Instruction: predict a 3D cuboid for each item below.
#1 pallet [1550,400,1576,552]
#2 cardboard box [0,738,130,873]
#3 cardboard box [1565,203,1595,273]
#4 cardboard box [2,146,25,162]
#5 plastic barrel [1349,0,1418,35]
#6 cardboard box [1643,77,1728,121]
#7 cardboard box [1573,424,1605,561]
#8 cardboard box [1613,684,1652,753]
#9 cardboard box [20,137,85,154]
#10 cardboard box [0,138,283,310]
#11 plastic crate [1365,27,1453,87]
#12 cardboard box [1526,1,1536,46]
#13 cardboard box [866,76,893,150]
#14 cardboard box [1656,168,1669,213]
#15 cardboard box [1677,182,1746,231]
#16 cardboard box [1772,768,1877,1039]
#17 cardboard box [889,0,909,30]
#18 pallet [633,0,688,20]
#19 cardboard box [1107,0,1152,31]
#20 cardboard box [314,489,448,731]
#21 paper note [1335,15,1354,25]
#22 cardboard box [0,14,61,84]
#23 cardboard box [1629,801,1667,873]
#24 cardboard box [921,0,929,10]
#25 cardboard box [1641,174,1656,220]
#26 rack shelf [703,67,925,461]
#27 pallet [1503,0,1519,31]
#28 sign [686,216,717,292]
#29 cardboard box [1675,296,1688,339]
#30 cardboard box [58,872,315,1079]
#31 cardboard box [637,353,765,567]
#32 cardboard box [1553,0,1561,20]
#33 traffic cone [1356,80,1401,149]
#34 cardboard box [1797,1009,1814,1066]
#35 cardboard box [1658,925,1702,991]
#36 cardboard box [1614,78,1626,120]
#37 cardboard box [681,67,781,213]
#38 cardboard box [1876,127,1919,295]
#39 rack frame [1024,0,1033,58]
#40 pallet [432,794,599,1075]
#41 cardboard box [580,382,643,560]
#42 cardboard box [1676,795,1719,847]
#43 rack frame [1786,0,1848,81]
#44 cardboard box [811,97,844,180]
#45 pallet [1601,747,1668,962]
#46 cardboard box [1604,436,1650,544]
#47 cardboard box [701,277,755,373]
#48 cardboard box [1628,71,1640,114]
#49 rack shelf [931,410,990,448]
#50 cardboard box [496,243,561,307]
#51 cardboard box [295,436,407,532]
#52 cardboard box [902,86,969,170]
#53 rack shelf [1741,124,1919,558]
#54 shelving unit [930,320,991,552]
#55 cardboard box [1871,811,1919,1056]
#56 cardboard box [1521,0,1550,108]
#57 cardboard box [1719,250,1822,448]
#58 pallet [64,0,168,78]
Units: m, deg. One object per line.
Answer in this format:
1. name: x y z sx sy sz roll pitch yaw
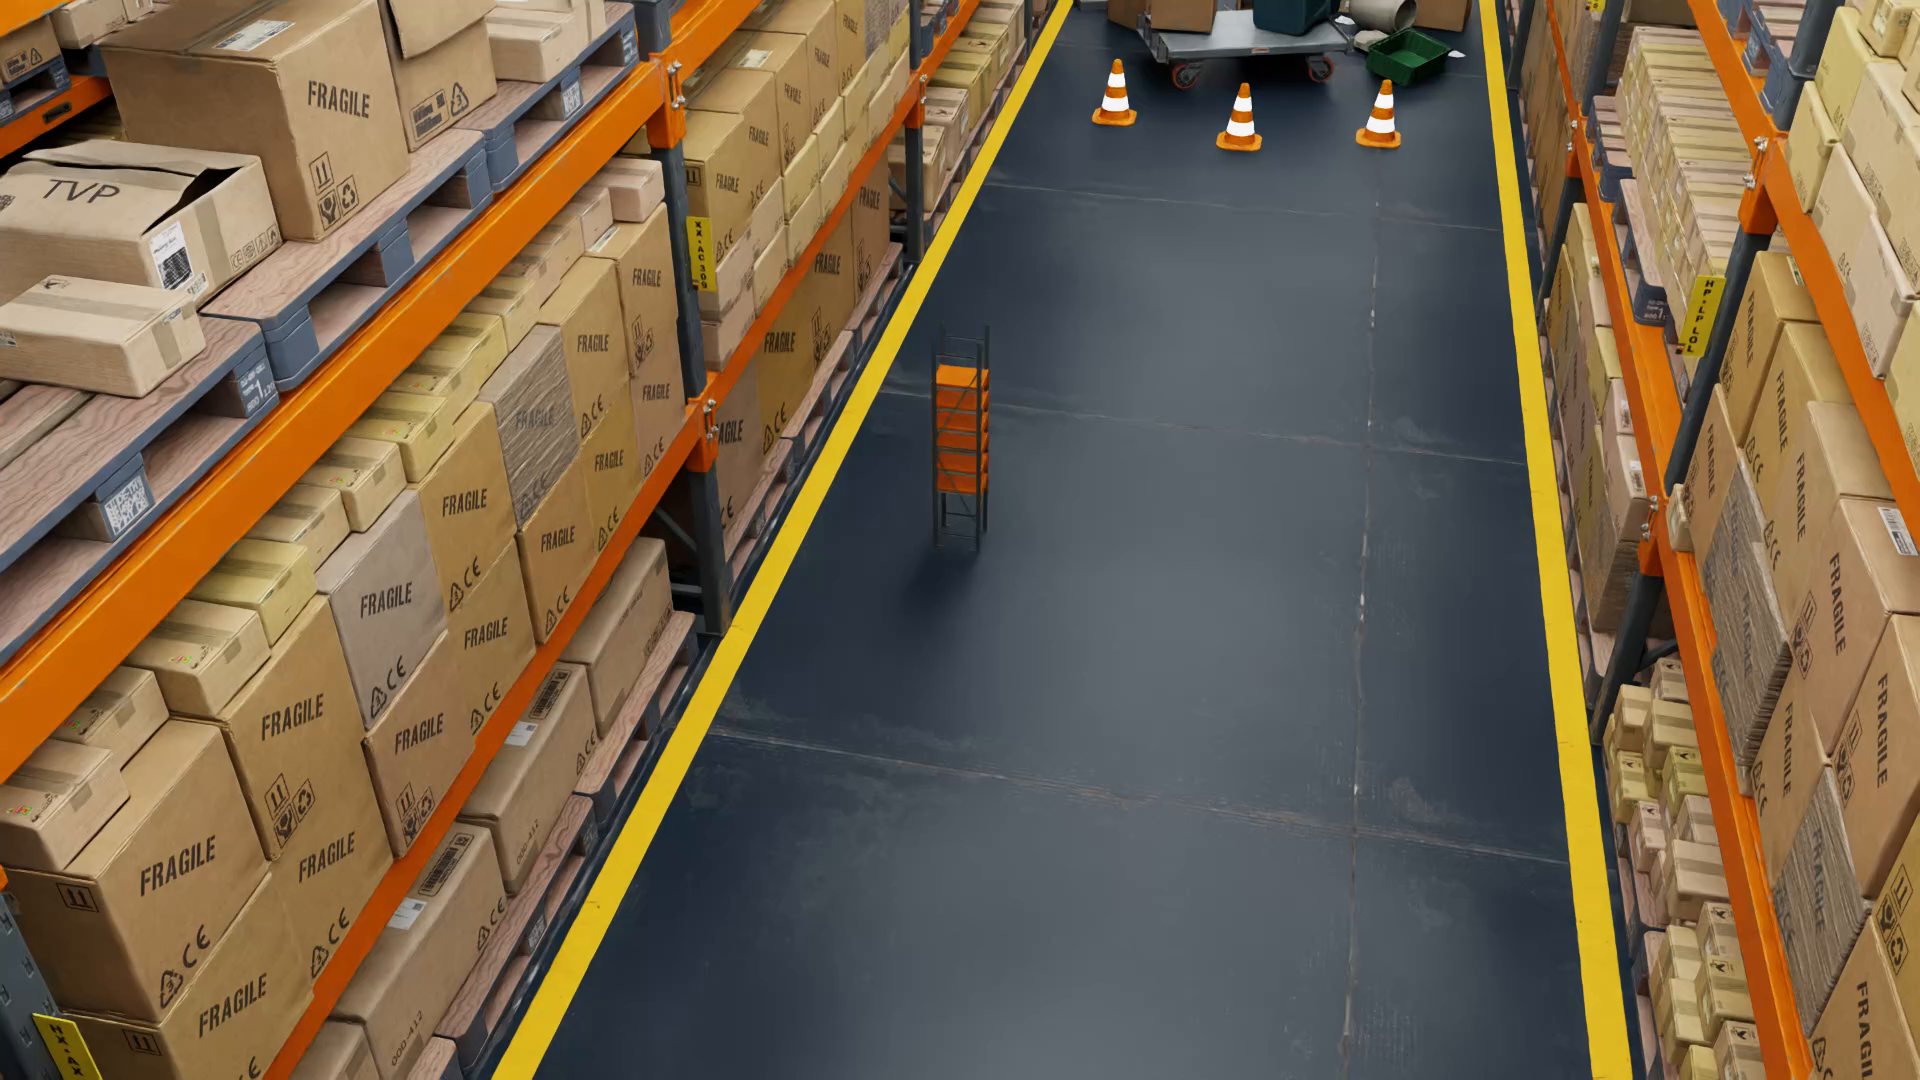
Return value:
1. pallet: 3.687 -0.303 8.759 1.003 0.211 1.213 7 37 10
2. cardboard box: -2.102 0.569 3.688 0.380 0.149 0.250 8 37 11
3. cardboard box: 3.734 -1.674 9.407 0.500 0.250 0.500 6 36 8
4. cardboard box: -6.212 -2.475 10.599 0.380 0.149 0.250 6 36 8
5. plastic barrel: 3.716 -4.670 14.603 0.421 0.421 0.512 -24 42 -30
6. cardboard box: 3.661 -2.200 8.349 0.380 0.149 0.250 6 36 8
7. cardboard box: 3.286 -0.192 8.002 0.500 0.500 0.500 6 36 9
8. cardboard box: 2.874 0.747 6.751 0.380 0.149 0.250 9 37 12
9. cardboard box: -5.676 -2.414 10.515 0.380 0.149 0.250 8 37 11
10. cardboard box: -2.080 -0.795 4.137 0.500 0.311 0.500 8 37 11
11. plastic crate: 3.730 -4.019 13.857 0.450 0.188 0.662 36 48 26
12. cardboard box: 5.175 -4.532 13.670 0.875 0.875 0.875 8 37 11
13. cardboard box: -0.688 -2.462 9.489 0.500 0.250 0.500 8 37 11
14. cardboard box: 3.491 -1.621 7.803 0.380 0.149 0.250 9 37 12
15. cardboard box: 3.384 -1.441 7.302 0.380 0.149 0.250 6 36 8
16. cardboard box: 2.468 0.971 4.285 0.500 0.500 0.500 7 37 10
17. cardboard box: -0.594 -3.256 9.520 0.500 0.500 0.500 6 36 9
18. pallet: -1.446 -2.516 7.042 0.805 0.209 1.217 6 36 8
19. cardboard box: 1.673 -4.866 14.806 0.500 0.500 0.500 -24 42 -30
20. cardboard box: -1.861 0.168 4.795 0.500 0.500 0.500 7 37 10
21. paper note: 3.475 -4.673 14.949 0.172 0.023 0.155 20 41 26
22. cardboard box: -5.757 -3.013 9.676 0.797 0.503 0.637 7 36 9
23. cardboard box: 2.813 1.170 6.421 0.380 0.149 0.250 7 37 10
24. cardboard box: -0.395 -3.529 10.690 0.380 0.149 0.250 5 36 7
25. cardboard box: 3.544 -1.654 8.103 0.380 0.149 0.250 8 37 11
26. rack shelf: -1.167 -1.702 8.926 1.077 0.370 4.000 7 37 10
27. pallet: 5.470 -4.869 15.059 1.003 0.211 1.213 7 37 10
28. sign: -1.051 -1.161 6.761 0.100 0.325 0.005 7 37 10
29. cardboard box: 3.265 -0.897 7.058 0.380 0.149 0.250 7 37 10
30. cardboard box: -2.065 1.167 4.269 0.500 0.500 0.500 7 37 10
31. cardboard box: -1.539 -0.522 8.137 0.875 0.875 0.875 8 37 11
32. cardboard box: 4.272 -3.777 11.090 0.500 0.500 0.500 8 37 11
33. traffic cone: 3.211 -3.264 12.629 0.336 0.463 0.334 7 37 10
34. cardboard box: 2.448 1.308 4.373 0.380 0.149 0.250 6 36 8
35. cardboard box: 2.632 1.494 5.721 0.380 0.149 0.250 7 37 10
36. cardboard box: 3.825 -2.415 9.152 0.380 0.149 0.250 7 36 9
37. cardboard box: -1.137 -1.804 7.515 0.500 0.500 0.500 7 37 10
38. cardboard box: 2.694 -0.823 4.246 0.500 0.250 0.500 8 37 11
39. rack frame: 0.115 -5.433 13.461 1.000 3.000 0.127 7 37 10
40. pallet: -2.091 1.410 6.395 1.003 0.211 1.213 7 37 10
41. cardboard box: -1.548 -0.294 6.284 0.500 0.500 0.500 6 36 9
42. cardboard box: 2.832 1.085 6.032 0.380 0.149 0.250 6 36 9
43. rack frame: 3.264 -2.714 4.596 1.000 3.000 0.127 7 37 10
44. cardboard box: -0.901 -2.084 8.541 0.500 0.250 0.500 6 36 9
45. pallet: 3.155 1.234 6.637 1.003 0.211 1.213 7 37 10
46. cardboard box: 3.176 -0.205 7.380 0.500 0.250 0.500 6 36 9
47. cardboard box: -1.242 -1.005 7.479 0.500 0.250 0.500 6 36 9
48. cardboard box: 3.763 -2.359 8.821 0.380 0.149 0.250 9 37 12
49. rack shelf: 0.003 -0.555 8.135 0.258 0.103 0.180 7 37 10
50. cardboard box: -1.610 -0.912 5.732 0.380 0.149 0.250 7 37 10
51. cardboard box: -1.810 -0.172 4.712 0.380 0.149 0.250 8 37 10
52. cardboard box: -0.459 -2.993 11.975 0.950 0.372 0.625 7 36 9
53. rack shelf: 2.836 -0.061 4.105 1.077 0.370 4.000 7 37 10
54. shelving unit: 0.003 -0.494 8.179 0.258 1.200 0.189 7 37 10
55. cardboard box: 2.372 0.859 3.588 0.500 0.500 0.500 6 36 8
56. cardboard box: 4.928 -3.763 12.715 1.050 0.750 0.750 7 37 10
57. cardboard box: 2.929 -0.622 5.632 0.500 0.500 0.500 8 37 11
58. pallet: -5.666 -3.285 10.660 1.213 0.211 1.003 7 37 10
